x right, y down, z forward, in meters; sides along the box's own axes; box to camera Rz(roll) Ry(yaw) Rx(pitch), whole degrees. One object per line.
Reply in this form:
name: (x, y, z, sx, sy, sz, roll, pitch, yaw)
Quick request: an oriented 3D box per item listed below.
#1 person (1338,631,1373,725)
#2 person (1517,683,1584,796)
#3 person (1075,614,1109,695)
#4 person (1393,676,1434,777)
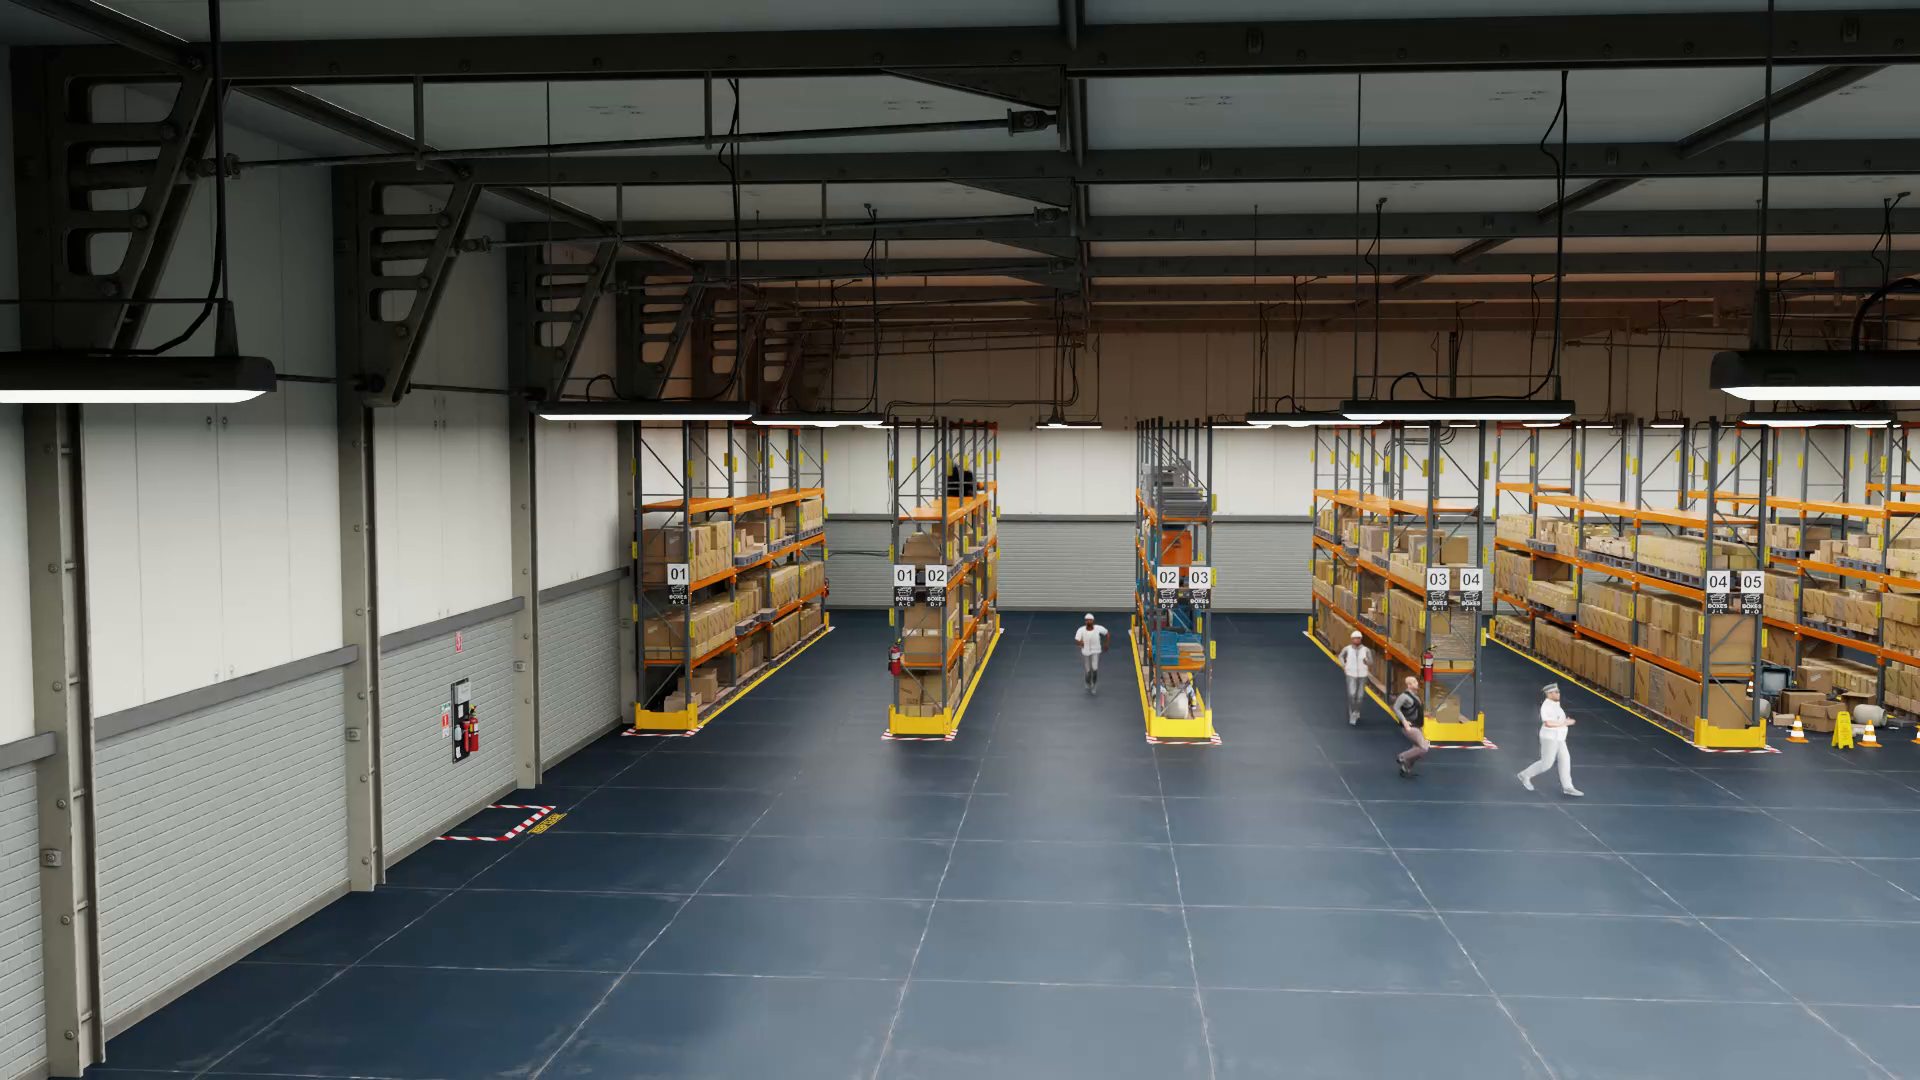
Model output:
person: (7.801, 2.702, 32.725, 0.639, 1.831, 0.731, 0, 4, 3)
person: (9.298, 3.111, 26.117, 0.983, 1.760, 0.667, 3, 5, 35)
person: (2.866, 2.463, 36.165, 0.715, 1.733, 0.866, 1, 4, 12)
person: (7.501, 3.095, 27.419, 0.578, 1.684, 0.656, 2, 4, 32)
